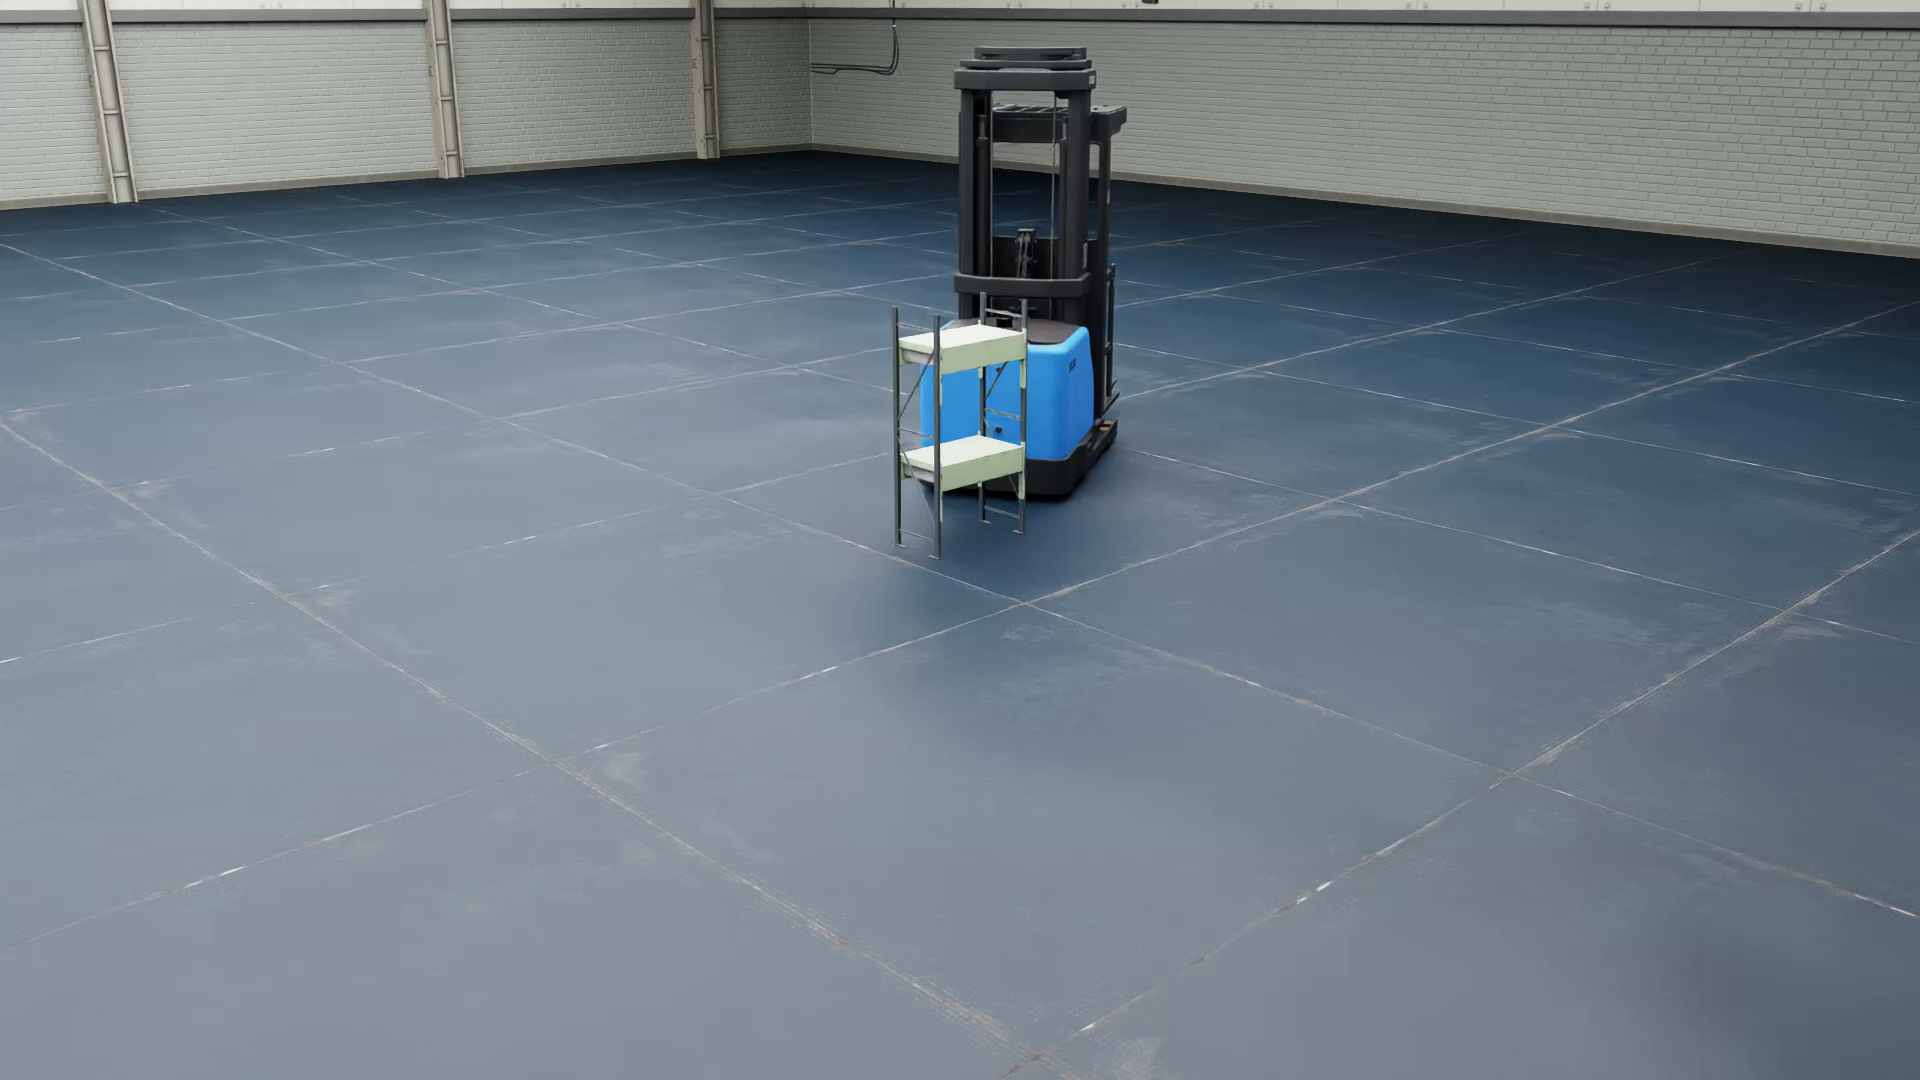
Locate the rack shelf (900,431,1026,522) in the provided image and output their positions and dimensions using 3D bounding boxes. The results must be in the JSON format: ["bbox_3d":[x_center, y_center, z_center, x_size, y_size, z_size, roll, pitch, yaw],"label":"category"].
[{"bbox_3d":[0.005,-0.405,10.358,0.720,0.370,0.431,-16,24,-41],"label":"rack shelf"}]

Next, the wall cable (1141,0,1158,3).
[{"bbox_3d":[4.115,-12.364,28.515,0.169,6.003,2.305,-16,24,-41],"label":"wall cable"}]

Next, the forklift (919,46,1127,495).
[{"bbox_3d":[0.590,-2.113,12.251,1.130,2.935,3.031,5,19,14],"label":"forklift"}]

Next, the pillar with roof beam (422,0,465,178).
[{"bbox_3d":[-6.847,-10.313,27.703,0.400,9.000,9.100,-16,24,-41],"label":"pillar with roof beam"}]

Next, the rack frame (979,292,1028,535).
[{"bbox_3d":[0.271,-0.792,10.497,0.023,1.500,0.400,-16,24,-41],"label":"rack frame"}]

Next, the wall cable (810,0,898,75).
[{"bbox_3d":[-2.396,-11.400,36.090,0.112,2.526,3.097,-16,24,-41],"label":"wall cable"}]

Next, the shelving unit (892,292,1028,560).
[{"bbox_3d":[0.005,-0.715,10.258,0.755,1.500,0.431,-16,24,-41],"label":"shelving unit"}]

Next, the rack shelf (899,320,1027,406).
[{"bbox_3d":[0.005,-1.086,10.137,0.720,0.370,0.431,-16,24,-41],"label":"rack shelf"}]

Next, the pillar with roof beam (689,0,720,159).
[{"bbox_3d":[-2.487,-11.585,31.624,0.400,9.000,9.100,-16,24,-41],"label":"pillar with roof beam"}]

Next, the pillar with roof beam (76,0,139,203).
[{"bbox_3d":[-11.206,-9.042,23.782,0.400,9.000,9.100,-16,24,-41],"label":"pillar with roof beam"}]

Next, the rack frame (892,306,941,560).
[{"bbox_3d":[-0.261,-0.637,10.019,0.023,1.500,0.400,-16,24,-41],"label":"rack frame"}]
